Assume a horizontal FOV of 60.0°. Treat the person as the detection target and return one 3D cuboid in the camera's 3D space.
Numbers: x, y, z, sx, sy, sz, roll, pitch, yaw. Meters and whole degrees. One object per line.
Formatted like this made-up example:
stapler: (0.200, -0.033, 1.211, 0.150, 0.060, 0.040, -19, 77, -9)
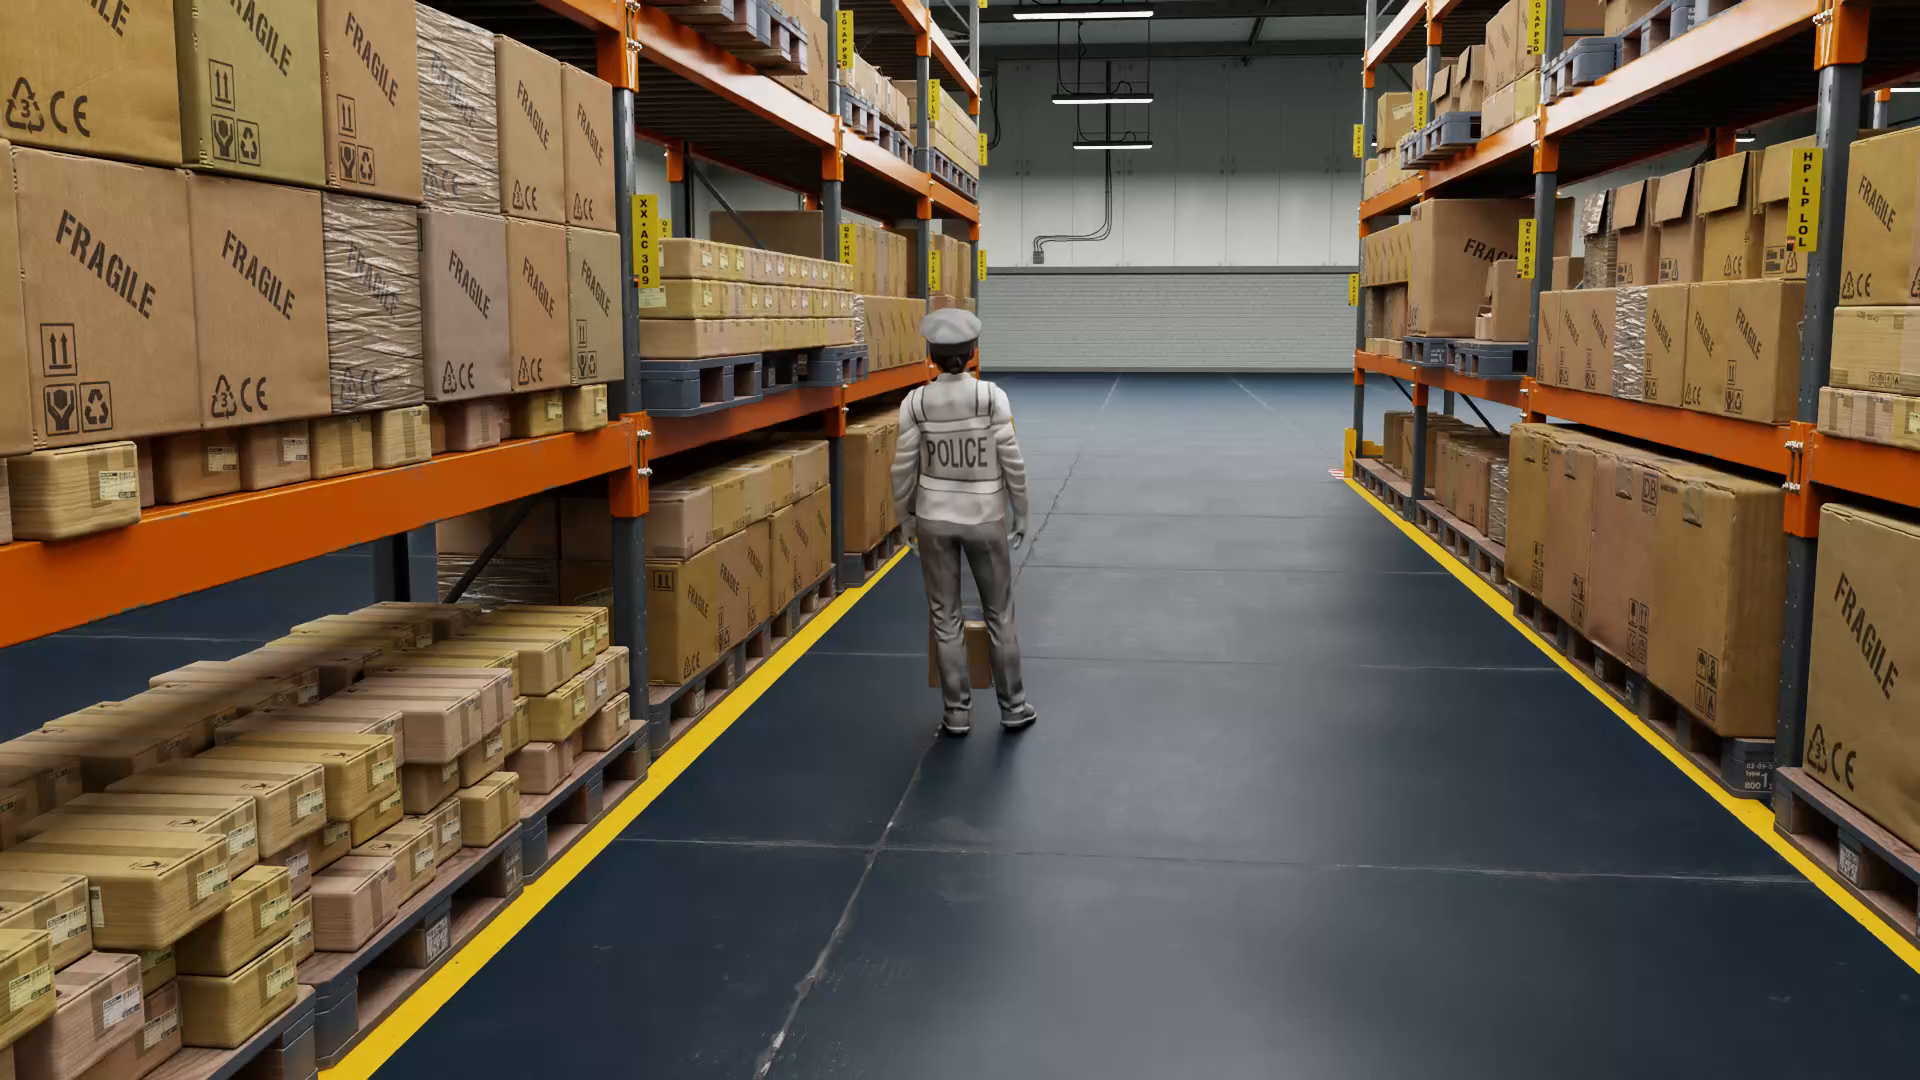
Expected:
person: (0.016, -0.073, 6.645, 0.568, 1.696, 0.539, 1, 8, 6)
